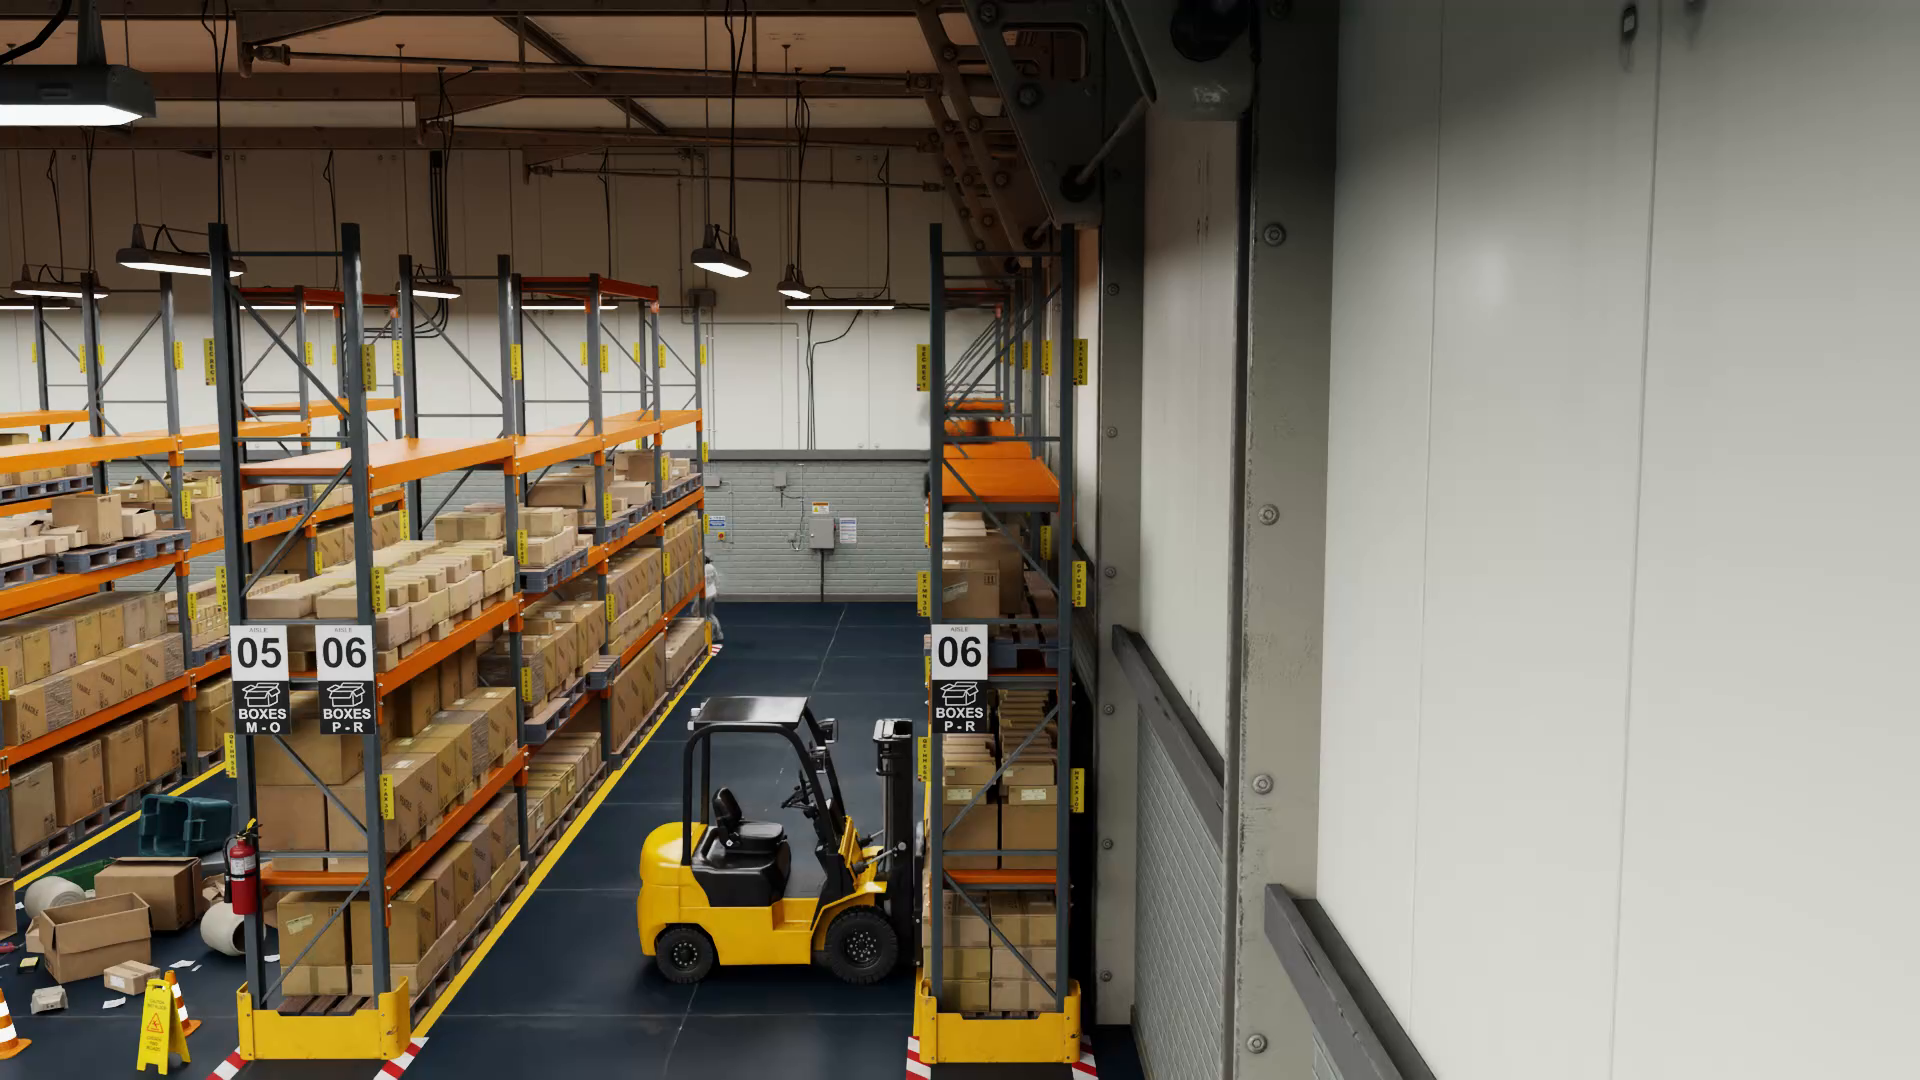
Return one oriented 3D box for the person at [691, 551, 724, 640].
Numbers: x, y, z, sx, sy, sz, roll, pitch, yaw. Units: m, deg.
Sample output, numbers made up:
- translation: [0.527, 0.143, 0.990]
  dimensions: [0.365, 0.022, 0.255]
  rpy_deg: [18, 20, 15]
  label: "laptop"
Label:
- translation: [-4.482, 0.970, 29.057]
  dimensions: [0.529, 1.639, 0.675]
  rpy_deg: [4, 8, 29]
  label: "person"
